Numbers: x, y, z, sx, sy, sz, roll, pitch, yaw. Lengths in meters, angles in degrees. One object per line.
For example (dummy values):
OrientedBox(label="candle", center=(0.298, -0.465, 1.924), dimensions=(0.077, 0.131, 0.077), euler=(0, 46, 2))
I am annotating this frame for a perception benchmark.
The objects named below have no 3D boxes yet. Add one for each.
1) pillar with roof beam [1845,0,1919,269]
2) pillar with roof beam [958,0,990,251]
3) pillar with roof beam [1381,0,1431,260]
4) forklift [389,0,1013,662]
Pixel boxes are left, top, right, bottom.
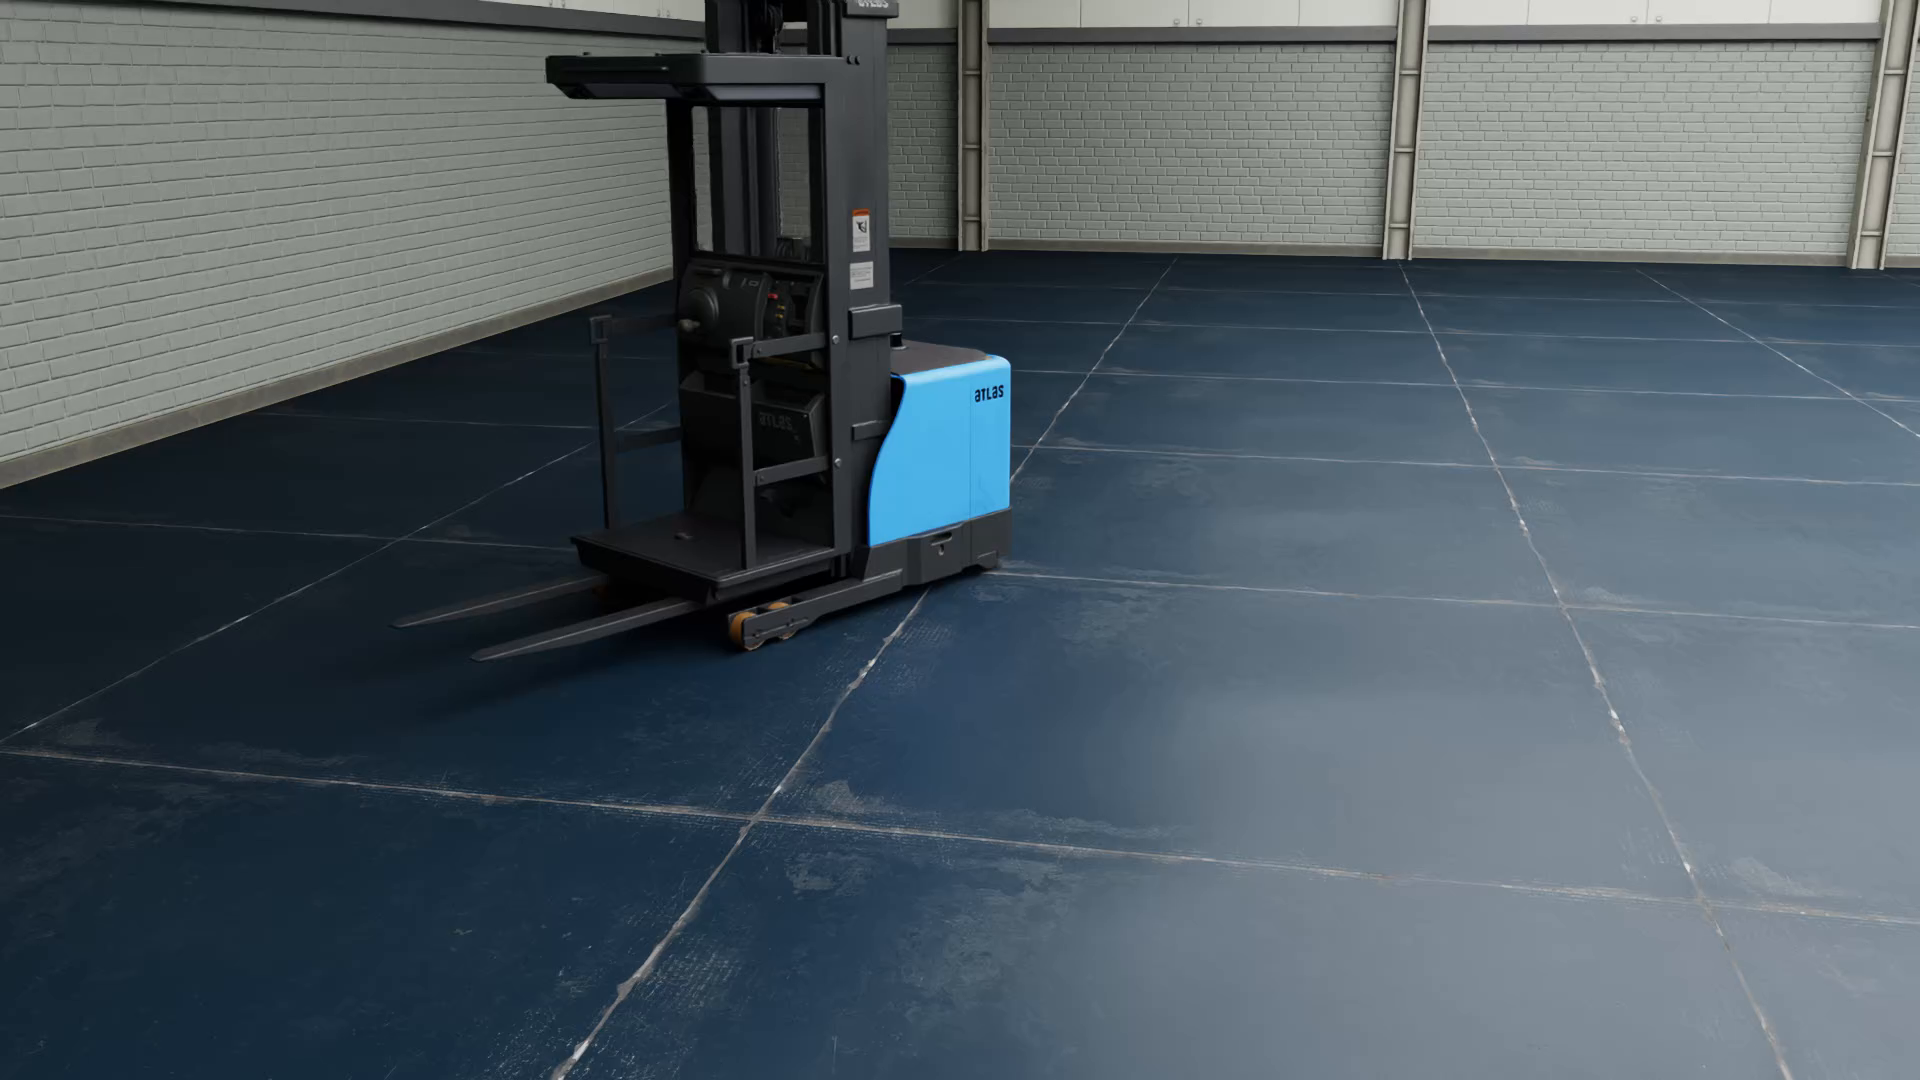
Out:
OrientedBox(label="pillar with roof beam", center=(11.096, -6.810, 16.720), dimensions=(0.400, 9.000, 9.100), euler=(3, 16, 11))
OrientedBox(label="pillar with roof beam", center=(-0.663, -7.448, 19.024), dimensions=(0.400, 9.000, 9.100), euler=(3, 16, 11))
OrientedBox(label="pillar with roof beam", center=(5.216, -7.129, 17.872), dimensions=(0.400, 9.000, 9.100), euler=(3, 16, 11))
OrientedBox(label="forklift", center=(-1.100, -1.085, 7.419), dimensions=(1.130, 2.935, 3.031), euler=(14, 21, 41))
